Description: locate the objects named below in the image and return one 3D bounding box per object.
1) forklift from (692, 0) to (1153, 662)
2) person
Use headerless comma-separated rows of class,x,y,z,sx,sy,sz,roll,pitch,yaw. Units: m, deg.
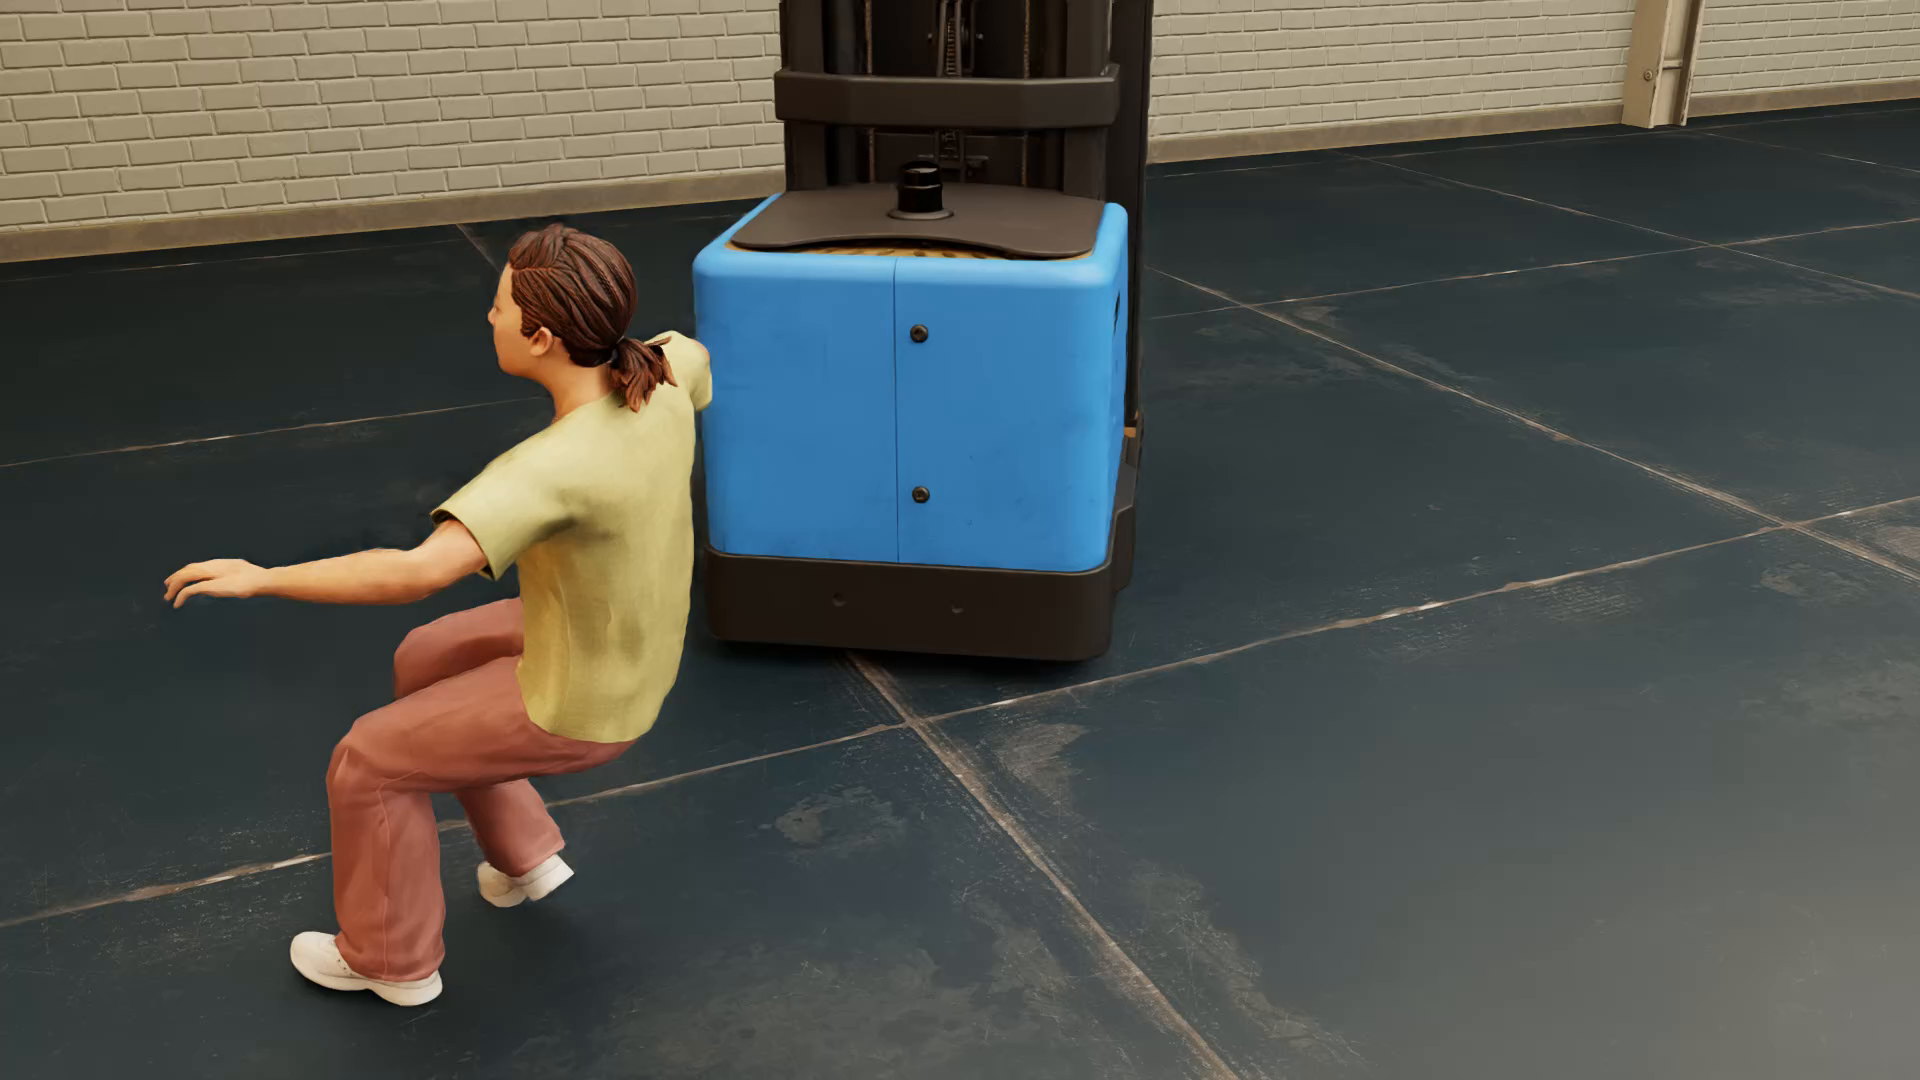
forklift,0.049,-1.578,5.085,1.130,2.935,3.031,3,23,7
person,-0.834,0.155,2.855,0.843,1.439,0.963,3,23,6
